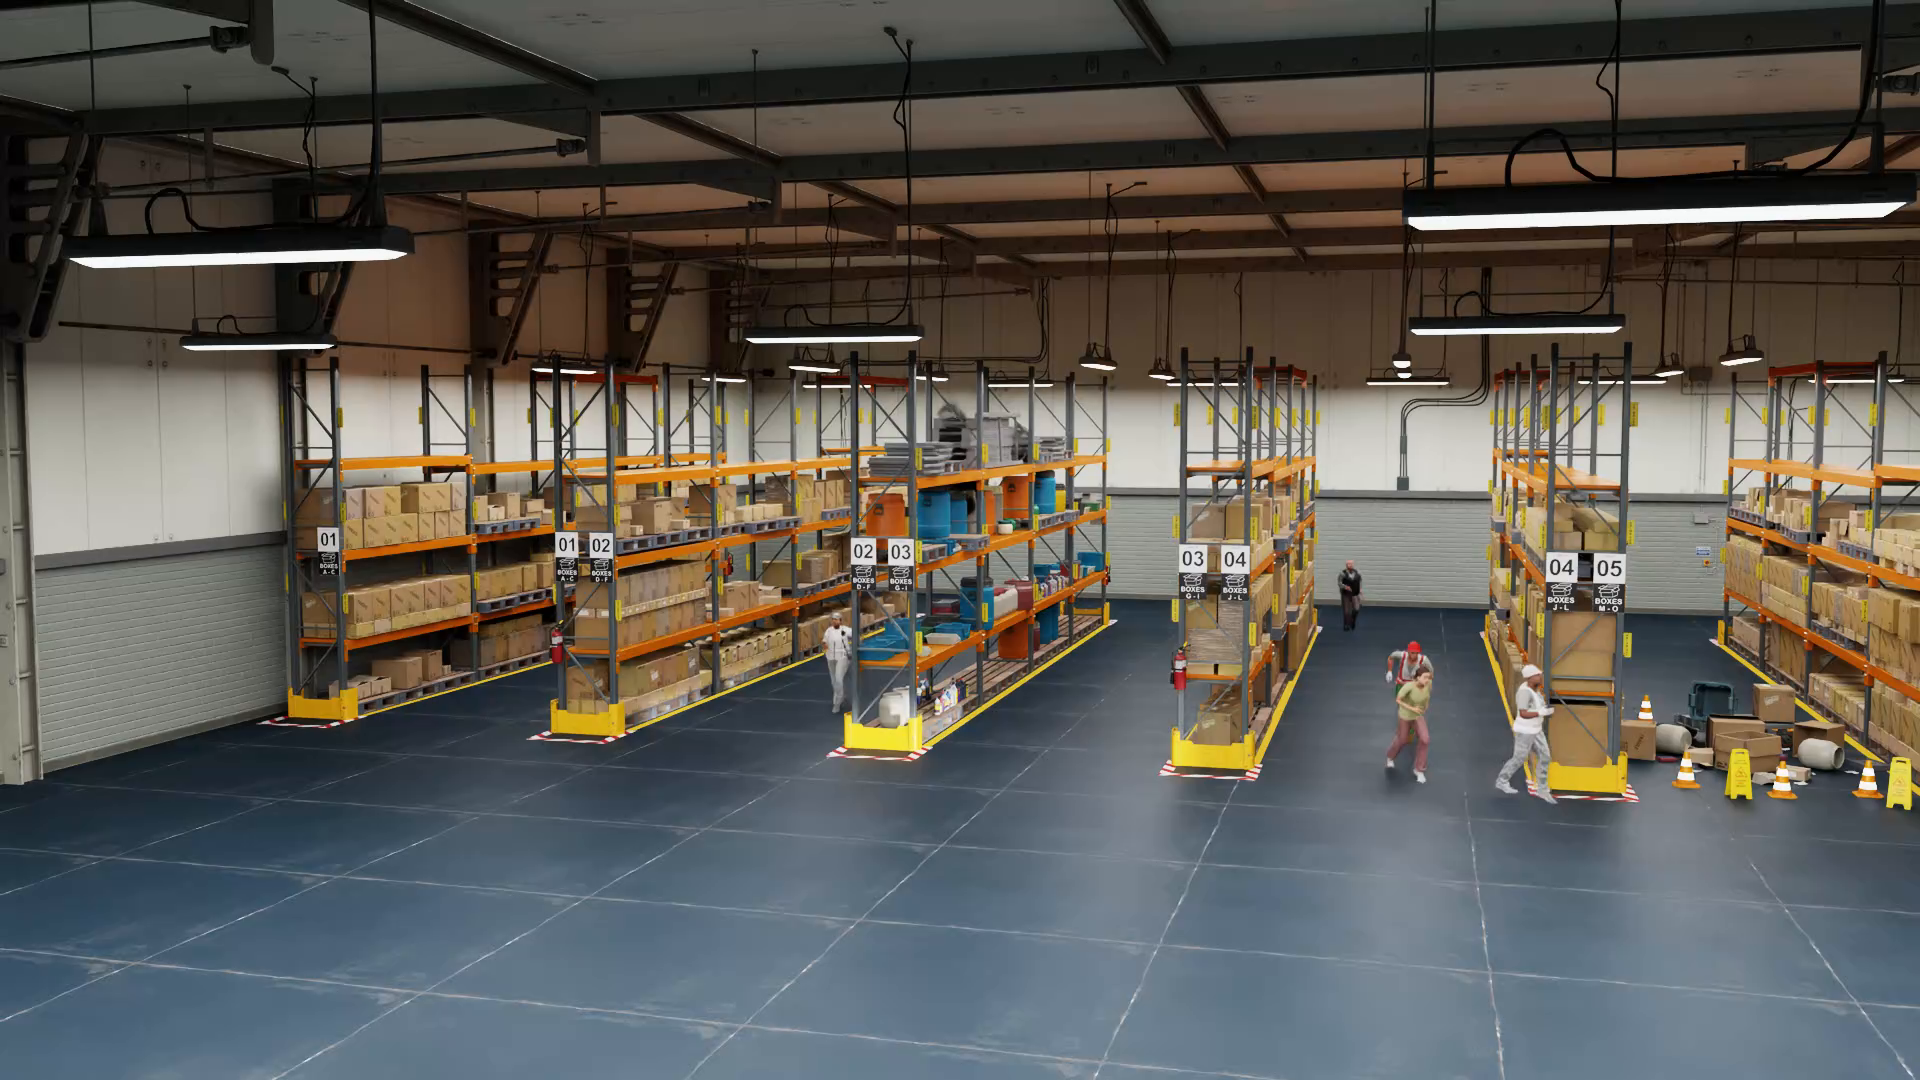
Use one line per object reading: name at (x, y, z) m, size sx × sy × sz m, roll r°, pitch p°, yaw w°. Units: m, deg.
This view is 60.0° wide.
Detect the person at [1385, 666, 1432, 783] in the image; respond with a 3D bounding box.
person at (6.264, 2.526, 23.254) m, size 0.619 × 1.626 × 0.961 m, roll -1°, pitch 4°, yaw -20°

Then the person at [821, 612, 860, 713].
person at (-2.087, 2.101, 28.597) m, size 0.607 × 1.694 × 0.802 m, roll 2°, pitch 4°, yaw 20°

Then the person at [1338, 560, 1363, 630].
person at (9.133, 1.298, 38.862) m, size 0.632 × 1.679 × 0.720 m, roll 0°, pitch 4°, yaw 0°

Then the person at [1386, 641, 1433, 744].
person at (6.998, 2.320, 25.912) m, size 0.690 × 1.595 × 1.111 m, roll 1°, pitch 4°, yaw 10°

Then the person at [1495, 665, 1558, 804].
person at (7.375, 2.533, 21.699) m, size 0.807 × 1.837 × 0.664 m, roll 3°, pitch 5°, yaw 38°
